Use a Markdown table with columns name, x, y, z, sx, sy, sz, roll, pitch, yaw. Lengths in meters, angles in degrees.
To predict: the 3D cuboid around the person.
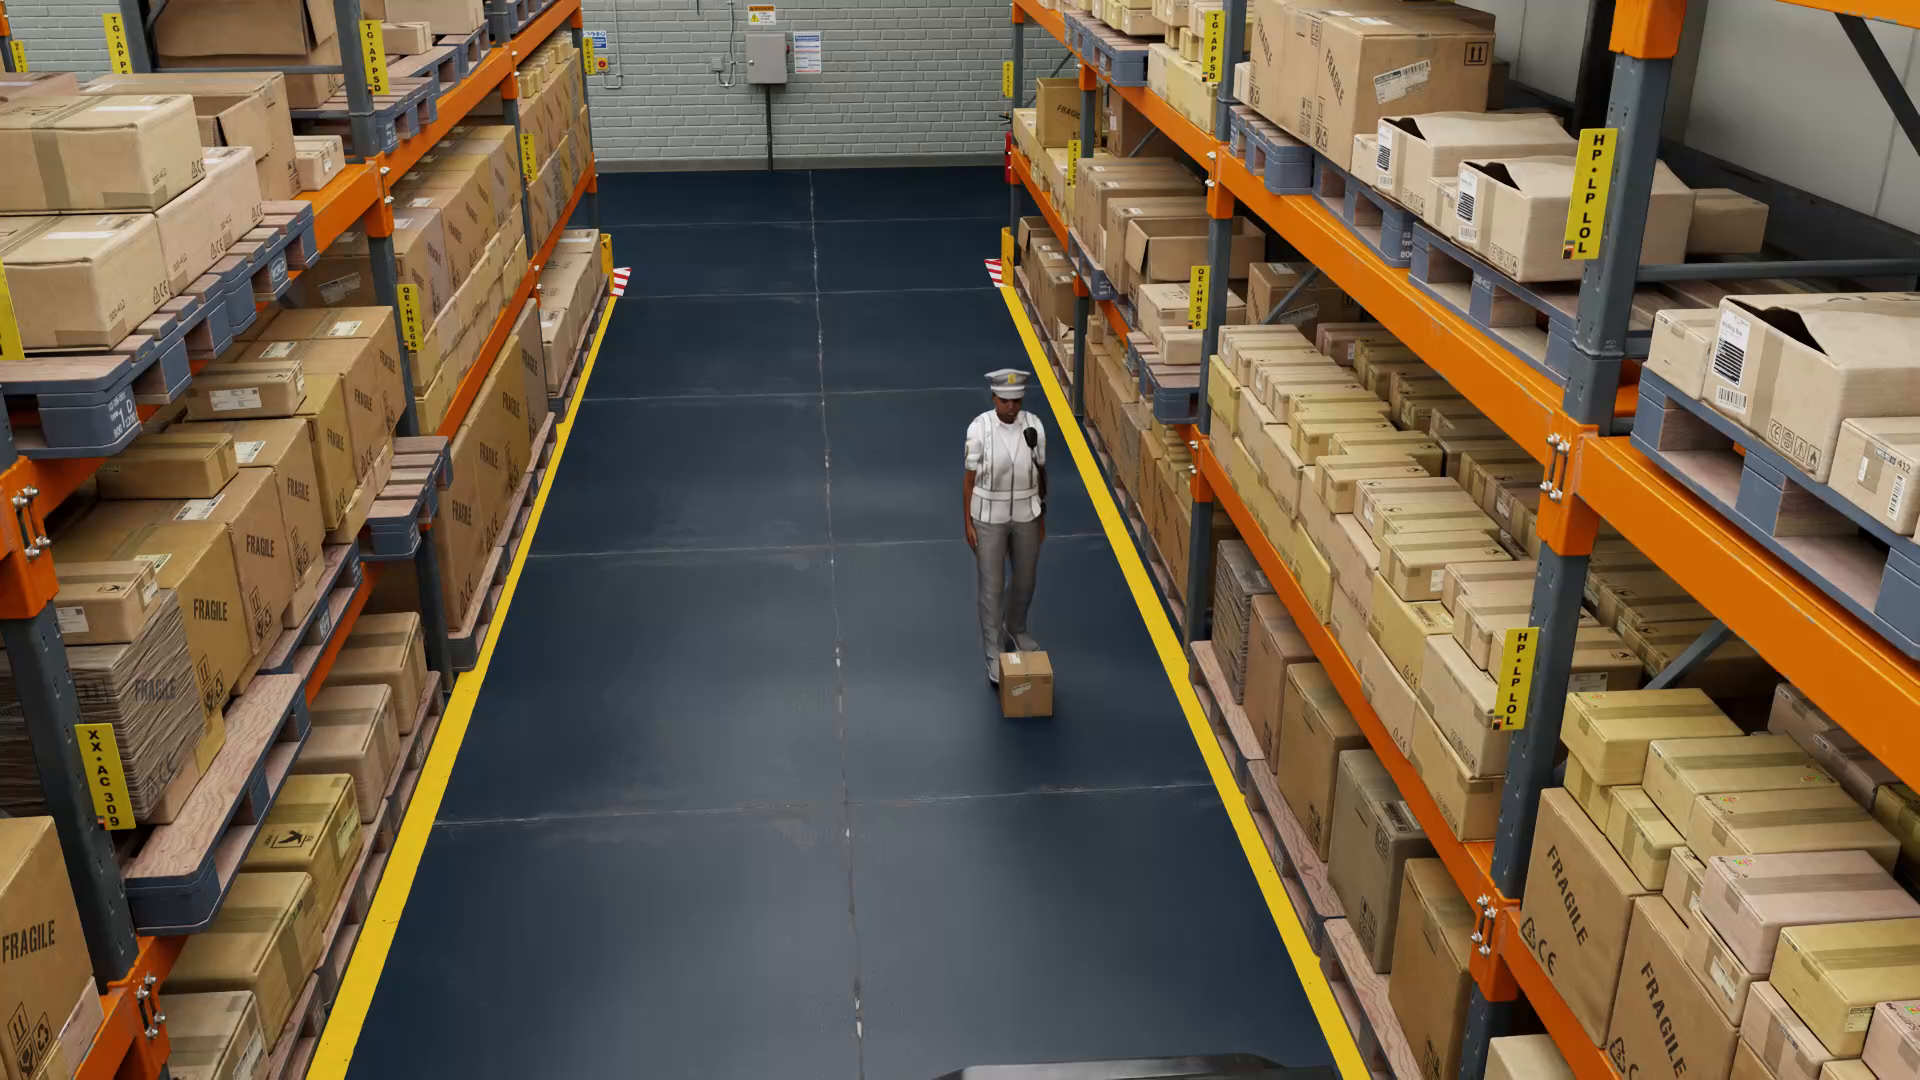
| name | x | y | z | sx | sy | sz | roll | pitch | yaw |
| --- | --- | --- | --- | --- | --- | --- | --- | --- | --- |
| person | 0.252 | -0.094 | 8.787 | 0.460 | 1.696 | 0.630 | -4 | 24 | -9 |
